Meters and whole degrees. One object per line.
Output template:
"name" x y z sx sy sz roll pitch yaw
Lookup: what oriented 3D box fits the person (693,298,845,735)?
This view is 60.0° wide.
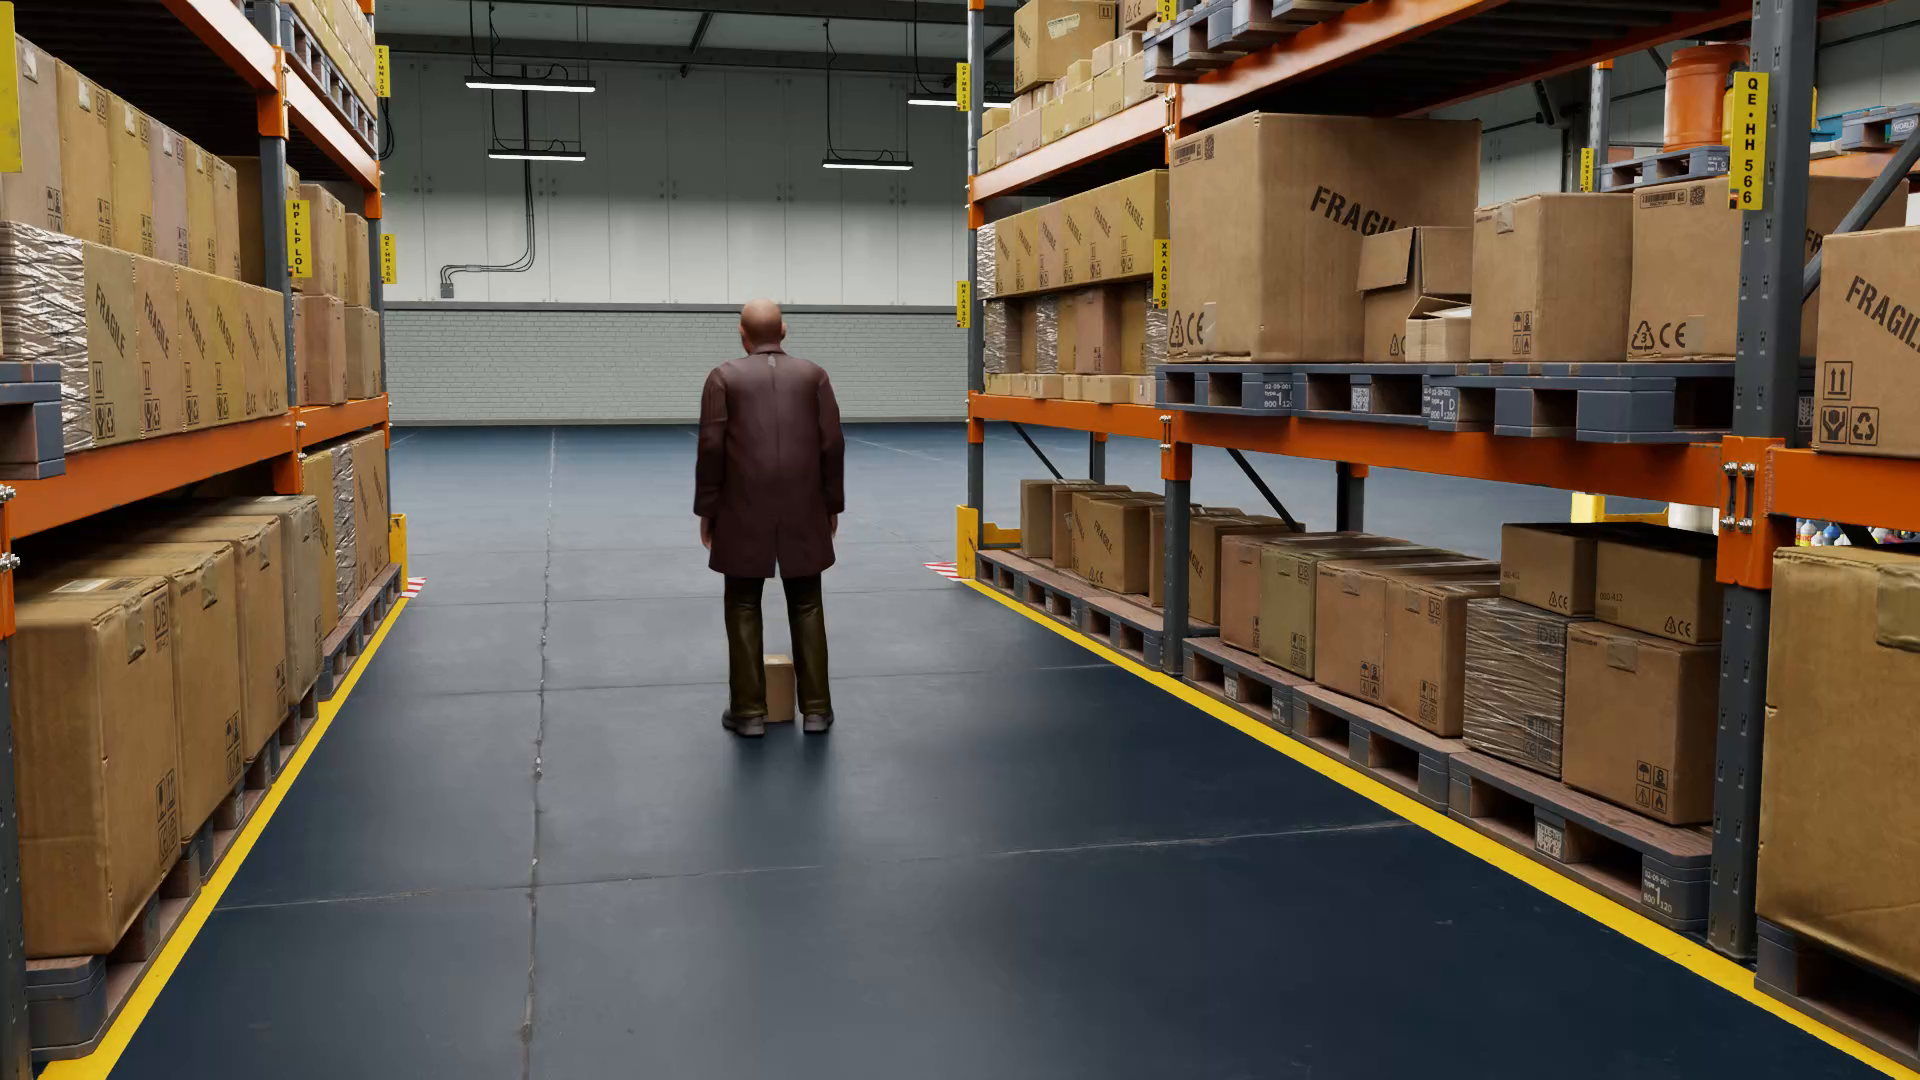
"person" -0.778 -0.098 6.817 0.625 1.773 0.427 -2 6 -16
